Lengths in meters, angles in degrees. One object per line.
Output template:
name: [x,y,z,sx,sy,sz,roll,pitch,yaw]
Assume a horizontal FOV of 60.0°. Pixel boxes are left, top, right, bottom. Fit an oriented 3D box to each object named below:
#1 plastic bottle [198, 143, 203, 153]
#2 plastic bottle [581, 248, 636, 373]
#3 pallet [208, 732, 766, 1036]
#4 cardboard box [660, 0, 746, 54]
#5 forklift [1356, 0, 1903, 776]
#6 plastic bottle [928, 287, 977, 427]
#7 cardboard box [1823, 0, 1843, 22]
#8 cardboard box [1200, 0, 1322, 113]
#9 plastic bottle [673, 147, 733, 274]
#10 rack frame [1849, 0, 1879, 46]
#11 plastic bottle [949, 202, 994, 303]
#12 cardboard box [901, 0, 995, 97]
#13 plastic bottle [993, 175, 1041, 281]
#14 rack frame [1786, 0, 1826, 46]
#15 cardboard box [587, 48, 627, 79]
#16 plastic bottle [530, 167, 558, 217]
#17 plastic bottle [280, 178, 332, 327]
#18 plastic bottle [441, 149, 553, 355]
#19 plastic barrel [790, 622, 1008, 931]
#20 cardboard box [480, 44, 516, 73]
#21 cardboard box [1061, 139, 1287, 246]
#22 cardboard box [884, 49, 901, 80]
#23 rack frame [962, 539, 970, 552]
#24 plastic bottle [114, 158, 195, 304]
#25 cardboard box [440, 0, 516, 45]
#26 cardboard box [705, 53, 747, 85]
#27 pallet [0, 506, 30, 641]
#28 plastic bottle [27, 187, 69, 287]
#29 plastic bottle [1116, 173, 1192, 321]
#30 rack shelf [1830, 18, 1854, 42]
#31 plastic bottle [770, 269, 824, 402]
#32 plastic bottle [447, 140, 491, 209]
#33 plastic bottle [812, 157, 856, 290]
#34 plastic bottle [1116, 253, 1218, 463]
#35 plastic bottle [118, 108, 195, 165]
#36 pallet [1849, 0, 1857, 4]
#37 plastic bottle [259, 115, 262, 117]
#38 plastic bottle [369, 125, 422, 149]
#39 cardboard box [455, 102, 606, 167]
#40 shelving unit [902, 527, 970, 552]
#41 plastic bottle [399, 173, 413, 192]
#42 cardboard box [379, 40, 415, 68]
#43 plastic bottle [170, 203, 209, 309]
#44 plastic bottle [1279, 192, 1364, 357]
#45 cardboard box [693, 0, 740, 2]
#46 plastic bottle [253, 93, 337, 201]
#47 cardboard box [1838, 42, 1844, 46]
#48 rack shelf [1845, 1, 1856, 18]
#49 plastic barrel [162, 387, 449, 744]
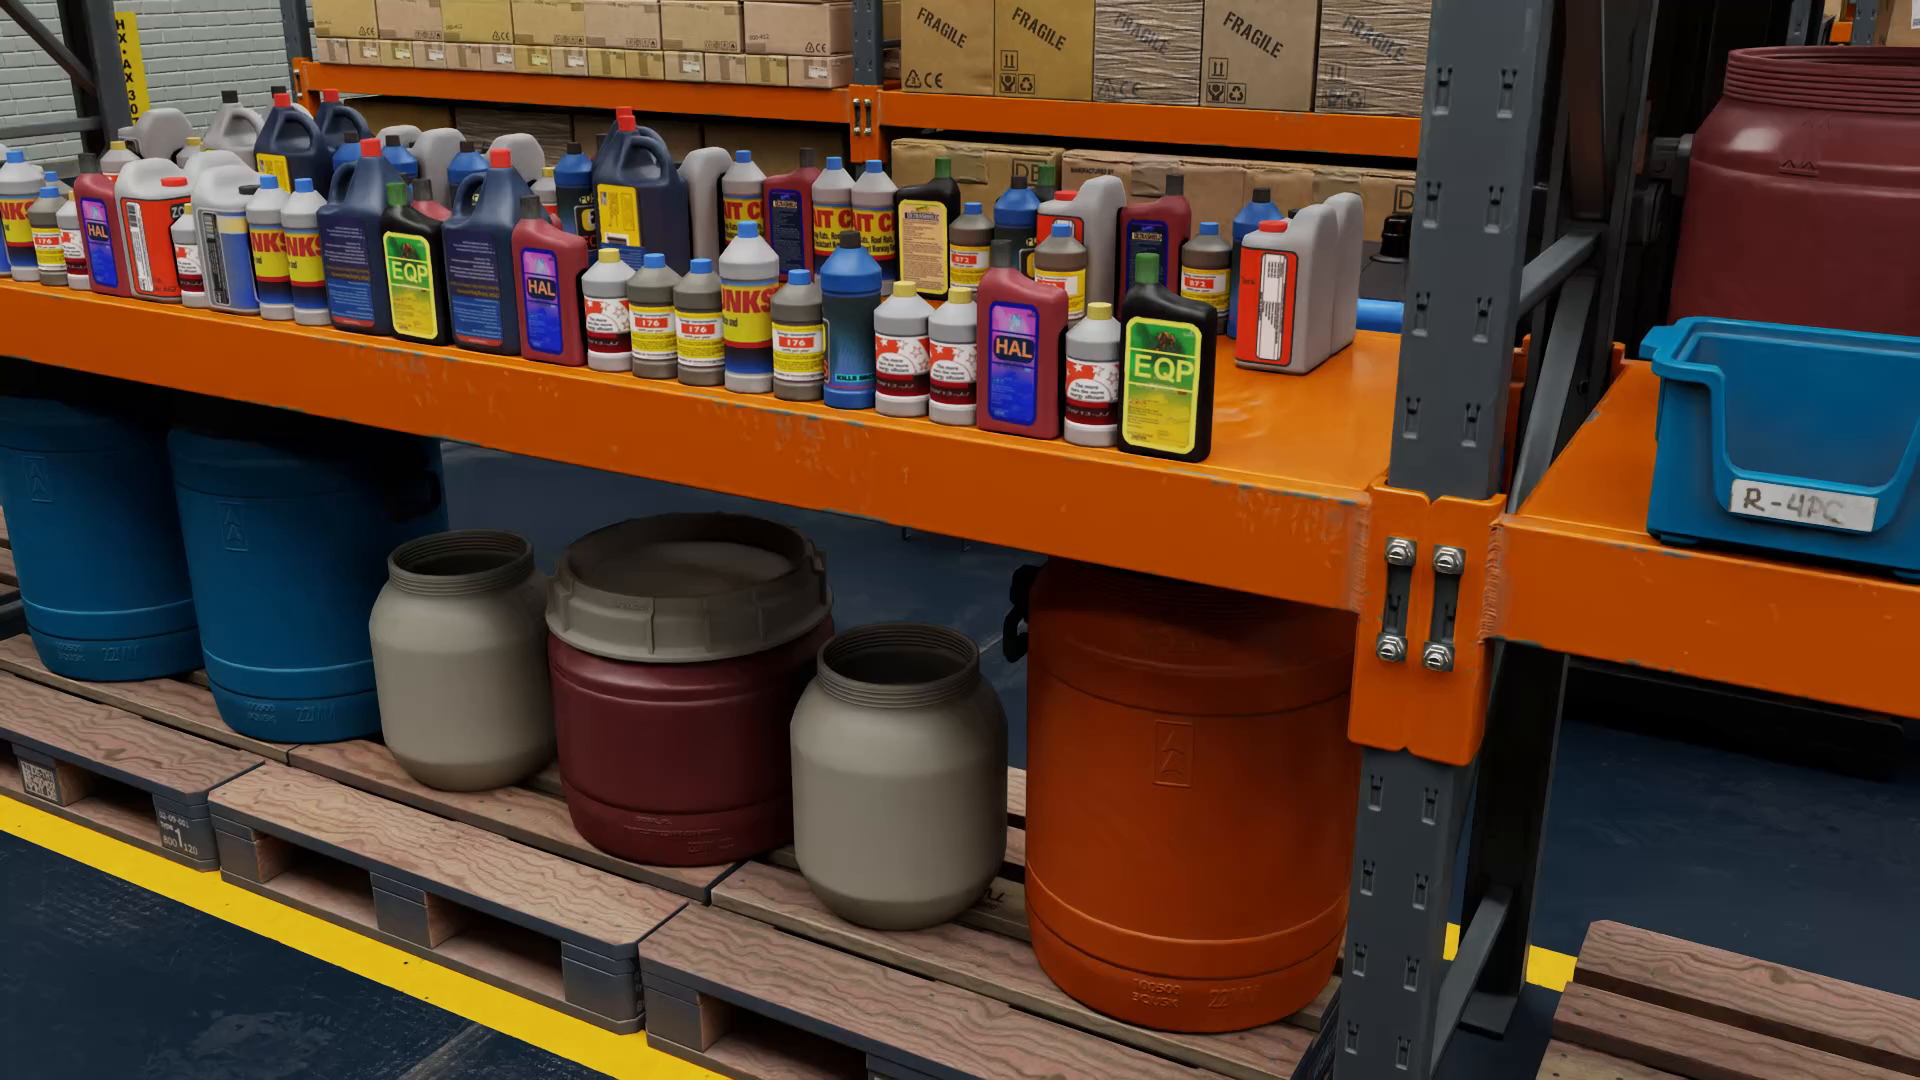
plastic bottle: [-1.934,-0.924,4.306,0.097,0.201,0.097,0,20,0]
plastic bottle: [-0.595,-0.396,2.850,0.097,0.201,0.097,0,20,0]
pallet: [-0.915,0.616,3.858,1.213,0.211,1.003,11,23,27]
cardboard box: [-1.188,-2.663,8.591,0.500,0.250,0.500,12,23,29]
forklift: [2.282,-0.988,4.289,3.031,2.935,1.130,10,22,26]
plastic bottle: [0.000,-0.283,2.538,0.097,0.201,0.097,0,20,0]
cardboard box: [7.535,-4.734,14.737,0.500,0.250,0.500,10,22,25]
cardboard box: [1.387,-2.158,7.269,0.500,0.500,0.500,11,23,28]
plastic bottle: [-0.576,-0.714,3.616,0.135,0.276,0.152,11,23,27]
rack frame: [5.777,-3.307,10.584,0.127,3.000,1.000,11,23,27]
plastic bottle: [0.026,-0.575,3.342,0.097,0.201,0.097,0,20,0]
cardboard box: [0.058,-2.409,7.961,0.500,0.500,0.500,11,23,27]
plastic bottle: [0.113,-0.567,3.218,0.097,0.271,0.097,0,20,0]
rack frame: [3.270,-1.848,6.560,0.127,3.000,1.000,11,23,27]
cardboard box: [-1.770,-2.562,8.896,0.250,0.149,0.380,10,22,26]
plastic bottle: [-0.942,-0.759,3.850,0.097,0.201,0.097,0,20,0]
plastic bottle: [-1.236,-0.551,3.175,0.097,0.271,0.097,0,20,0]
plastic bottle: [-0.823,-0.519,2.970,0.185,0.351,0.144,11,23,27]
plastic barrel: [-0.117,0.455,3.244,0.421,0.512,0.421,0,20,0]
cardboard box: [-2.441,-2.690,9.249,0.250,0.149,0.380,11,22,27]
cardboard box: [1.127,-1.463,7.998,0.875,0.875,1.225,10,22,25]
cardboard box: [-0.318,-2.543,8.845,0.250,0.149,0.380,11,23,27]
rack frame: [0.060,-0.482,5.655,0.008,1.050,0.200,11,23,27]
plastic bottle: [-1.611,-0.636,3.401,0.135,0.276,0.152,11,23,27]
cardboard box: [-2.533,-2.918,9.295,0.500,0.250,0.500,10,22,26]
cardboard box: [-1.097,-2.433,8.543,0.250,0.149,0.380,10,22,26]
pallet: [-3.298,0.162,5.110,1.213,0.211,1.003,11,23,27]
plastic bottle: [-1.927,-0.650,3.550,0.097,0.201,0.097,0,20,0]
plastic bottle: [0.370,-0.555,3.167,0.133,0.283,0.061,11,23,27]
rack shelf: [6.357,-4.792,15.733,4.000,0.370,1.077,11,23,27]
plastic bottle: [-0.255,-0.332,2.672,0.097,0.201,0.097,0,20,0]
plastic bottle: [-1.101,-0.763,3.758,0.097,0.271,0.097,0,20,0]
plastic bottle: [-0.260,-0.662,3.480,0.097,0.271,0.097,0,20,0]
plastic bottle: [0.293,-0.259,2.350,0.133,0.283,0.061,11,23,27]
plastic bottle: [-2.136,-1.011,4.435,0.135,0.276,0.152,11,23,27]
pallet: [9.894,-6.278,19.054,1.003,0.211,1.213,11,23,27]
plastic bottle: [-1.817,-0.950,4.267,0.135,0.276,0.152,11,23,27]
plastic bottle: [-1.377,-0.866,4.036,0.135,0.276,0.152,11,23,27]
cardboard box: [-2.322,-2.143,9.873,0.875,0.875,0.875,11,23,27]
shelving unit: [-0.047,-0.502,5.711,0.252,1.050,0.215,11,23,27]
plastic bottle: [-1.080,-0.578,3.249,0.097,0.271,0.097,0,20,0]
cardboard box: [-3.117,-2.818,9.603,0.250,0.149,0.380,10,22,26]
plastic bottle: [-1.523,-0.573,3.338,0.097,0.201,0.097,0,20,0]
plastic bottle: [0.634,-0.483,2.980,0.135,0.276,0.152,11,23,27]
cardboard box: [-1.189,-3.016,8.465,0.500,0.500,0.500,11,23,28]
plastic bottle: [-1.584,-0.886,3.981,0.185,0.351,0.144,11,23,27]
cardboard box: [9.966,-5.610,19.031,0.250,0.149,0.380,10,22,25]
rack shelf: [8.774,-6.271,19.808,4.000,0.370,1.077,11,23,27]
plastic barrel: [-1.553,-0.036,4.027,0.708,0.901,0.600,11,23,27]
